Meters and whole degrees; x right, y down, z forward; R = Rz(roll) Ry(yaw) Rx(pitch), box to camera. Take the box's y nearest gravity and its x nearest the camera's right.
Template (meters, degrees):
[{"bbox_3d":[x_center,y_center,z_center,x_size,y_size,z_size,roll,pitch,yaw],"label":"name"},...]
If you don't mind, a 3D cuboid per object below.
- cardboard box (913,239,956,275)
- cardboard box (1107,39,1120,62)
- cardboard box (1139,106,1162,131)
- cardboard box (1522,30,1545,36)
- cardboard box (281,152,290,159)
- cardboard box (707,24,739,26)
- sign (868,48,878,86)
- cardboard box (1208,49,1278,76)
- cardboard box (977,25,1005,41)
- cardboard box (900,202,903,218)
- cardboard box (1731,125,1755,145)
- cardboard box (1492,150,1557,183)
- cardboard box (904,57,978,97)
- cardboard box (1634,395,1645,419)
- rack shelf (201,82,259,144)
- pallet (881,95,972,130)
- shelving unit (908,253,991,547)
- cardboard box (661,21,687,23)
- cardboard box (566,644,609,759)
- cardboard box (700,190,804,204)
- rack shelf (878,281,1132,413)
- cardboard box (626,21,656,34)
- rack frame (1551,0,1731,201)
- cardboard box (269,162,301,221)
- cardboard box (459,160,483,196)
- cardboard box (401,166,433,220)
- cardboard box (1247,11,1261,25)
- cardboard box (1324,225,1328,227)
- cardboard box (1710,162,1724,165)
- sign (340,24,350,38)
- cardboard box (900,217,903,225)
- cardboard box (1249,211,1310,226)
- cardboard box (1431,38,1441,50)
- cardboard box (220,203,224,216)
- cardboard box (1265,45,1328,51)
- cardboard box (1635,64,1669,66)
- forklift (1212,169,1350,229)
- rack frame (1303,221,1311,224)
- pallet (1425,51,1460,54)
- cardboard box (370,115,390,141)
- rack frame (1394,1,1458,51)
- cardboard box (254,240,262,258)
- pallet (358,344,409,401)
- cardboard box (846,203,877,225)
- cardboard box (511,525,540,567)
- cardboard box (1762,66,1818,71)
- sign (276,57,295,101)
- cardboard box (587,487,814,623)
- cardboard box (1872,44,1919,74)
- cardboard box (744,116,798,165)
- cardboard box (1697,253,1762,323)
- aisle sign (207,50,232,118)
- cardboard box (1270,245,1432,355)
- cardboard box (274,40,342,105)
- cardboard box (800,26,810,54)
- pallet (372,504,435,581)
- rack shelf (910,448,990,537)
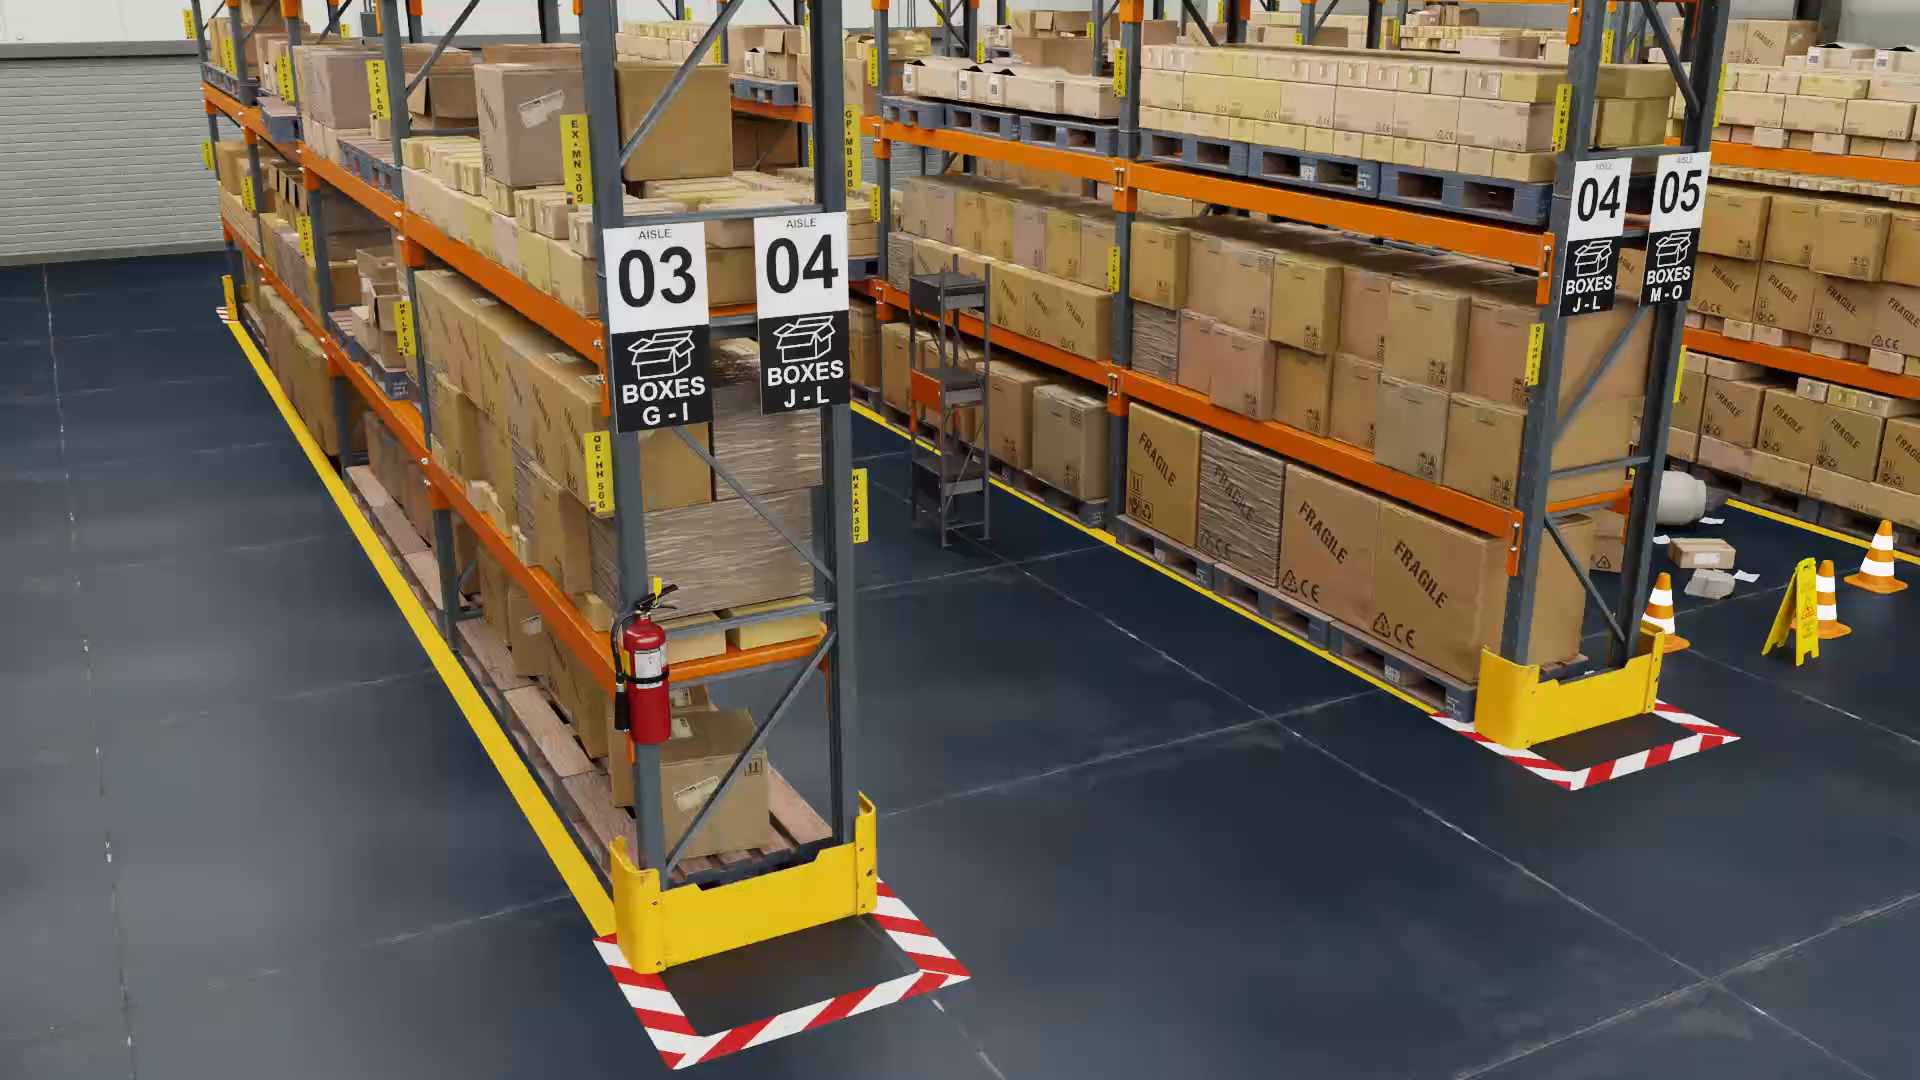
[{"bbox_3d":[-0.087,-2.417,14.885,0.500,0.500,0.500,-10,22,-27],"label":"cardboard box"},{"bbox_3d":[2.032,-5.986,20.343,0.396,0.266,0.258,-10,22,-27],"label":"cardboard box"},{"bbox_3d":[1.466,-2.926,11.502,0.380,0.149,0.250,-10,22,-28],"label":"cardboard box"},{"bbox_3d":[7.329,-6.354,21.010,0.380,0.149,0.250,-10,21,-26],"label":"cardboard box"},{"bbox_3d":[-7.100,-3.988,18.214,0.500,0.500,0.500,-11,22,-28],"label":"cardboard box"},{"bbox_3d":[-2.849,-6.185,20.212,0.380,0.149,0.250,-11,22,-28],"label":"cardboard box"},{"bbox_3d":[-0.785,-4.265,15.003,0.100,0.325,0.005,-10,21,-27],"label":"sign"},{"bbox_3d":[1.829,-3.084,10.738,0.380,0.149,0.250,-10,22,-28],"label":"cardboard box"},{"bbox_3d":[0.496,-7.256,23.896,0.500,0.250,0.500,-12,23,-32],"label":"cardboard box"},{"bbox_3d":[-0.358,-3.211,16.169,0.380,0.149,0.250,-10,21,-27],"label":"cardboard box"},{"bbox_3d":[6.324,-3.211,13.126,0.380,0.149,0.250,-11,22,-28],"label":"cardboard box"},{"bbox_3d":[3.036,-1.978,8.754,0.380,0.149,0.250,-10,21,-27],"label":"cardboard box"},{"bbox_3d":[-0.156,-4.066,14.558,0.500,0.311,0.500,-10,21,-27],"label":"cardboard box"},{"bbox_3d":[5.944,-1.376,14.442,0.500,0.500,0.500,-9,21,-24],"label":"cardboard box"},{"bbox_3d":[-7.569,-4.747,18.295,1.077,0.370,4.000,-10,21,-27],"label":"rack shelf"},{"bbox_3d":[0.046,-3.838,14.848,1.213,0.211,1.003,-9,21,-24],"label":"pallet"},{"bbox_3d":[-0.079,-1.040,12.427,0.431,2.100,0.503,-10,21,-27],"label":"shelving unit"},{"bbox_3d":[-3.639,-6.622,21.478,0.380,0.149,0.250,-10,21,-26],"label":"cardboard box"},{"bbox_3d":[-1.797,0.802,8.898,0.500,0.500,0.500,-8,21,-22],"label":"cardboard box"},{"bbox_3d":[-0.886,-1.390,7.082,0.380,0.149,0.250,-9,21,-25],"label":"cardboard box"},{"bbox_3d":[0.643,-1.772,14.272,1.077,0.370,4.000,-10,21,-27],"label":"rack shelf"},{"bbox_3d":[-4.047,-6.551,21.270,0.380,0.149,0.250,-9,21,-24],"label":"cardboard box"},{"bbox_3d":[3.492,-3.226,8.184,1.000,3.000,0.127,-10,21,-27],"label":"rack frame"},{"bbox_3d":[-6.309,-3.435,16.296,0.797,0.503,0.637,-11,22,-28],"label":"cardboard box"},{"bbox_3d":[-2.285,-1.825,8.341,0.380,0.149,0.250,-10,22,-28],"label":"cardboard box"},{"bbox_3d":[-2.832,-1.977,9.394,0.500,0.250,0.500,-11,22,-29],"label":"cardboard box"},{"bbox_3d":[4.559,-8.106,25.934,0.500,0.250,0.500,-10,22,-27],"label":"cardboard box"},{"bbox_3d":[3.992,-3.440,17.743,0.380,0.149,0.250,-11,22,-30],"label":"cardboard box"},{"bbox_3d":[8.993,-4.402,19.643,0.380,0.149,0.250,-10,21,-27],"label":"cardboard box"},{"bbox_3d":[-6.146,-4.993,16.630,0.100,0.325,0.005,-10,21,-27],"label":"sign"},{"bbox_3d":[-0.359,-3.077,16.234,0.380,0.149,0.250,-9,21,-24],"label":"cardboard box"},{"bbox_3d":[3.533,-3.516,18.453,0.500,0.250,0.500,-11,22,-29],"label":"cardboard box"},{"bbox_3d":[6.560,-6.661,22.325,0.380,0.149,0.250,-10,21,-26],"label":"cardboard box"},{"bbox_3d":[-8.640,-3.972,19.929,0.380,0.149,0.250,-10,21,-26],"label":"cardboard box"},{"bbox_3d":[2.286,-3.260,11.247,0.380,0.149,0.250,-10,21,-27],"label":"cardboard box"},{"bbox_3d":[5.764,-3.869,13.810,0.380,0.149,0.250,-10,22,-28],"label":"cardboard box"},{"bbox_3d":[3.047,-2.416,15.139,1.130,2.935,3.031,-12,22,-31],"label":"forklift"},{"bbox_3d":[4.002,-3.482,18.124,1.000,3.000,0.127,-10,21,-27],"label":"rack frame"},{"bbox_3d":[6.717,-6.531,22.650,1.213,0.211,1.003,-10,21,-27],"label":"pallet"},{"bbox_3d":[-3.799,-2.828,11.343,0.380,0.166,0.250,-11,22,-28],"label":"cardboard box"},{"bbox_3d":[6.469,-8.236,22.705,1.000,3.000,0.127,-10,21,-27],"label":"rack frame"},{"bbox_3d":[-7.052,-3.013,17.151,0.380,0.149,0.250,-10,21,-26],"label":"cardboard box"},{"bbox_3d":[-3.744,-1.295,12.079,1.003,0.211,1.213,-10,21,-27],"label":"pallet"},{"bbox_3d":[-0.943,-3.117,15.896,0.380,0.149,0.250,-11,22,-29],"label":"cardboard box"},{"bbox_3d":[-2.043,0.004,8.406,0.380,0.149,0.250,-10,21,-27],"label":"cardboard box"},{"bbox_3d":[6.718,-3.747,13.457,0.380,0.149,0.250,-9,21,-25],"label":"cardboard box"},{"bbox_3d":[-5.212,-3.563,12.847,0.100,0.325,0.005,-10,21,-27],"label":"sign"},{"bbox_3d":[-1.158,-0.001,7.425,0.875,0.500,0.500,-10,21,-27],"label":"cardboard box"},{"bbox_3d":[9.710,-4.895,16.961,0.500,0.311,0.500,-11,22,-28],"label":"cardboard box"},{"bbox_3d":[-2.206,-4.662,19.403,0.500,0.500,0.500,-9,21,-25],"label":"cardboard box"},{"bbox_3d":[6.351,-2.066,13.410,0.500,0.500,0.500,-10,21,-27],"label":"cardboard box"},{"bbox_3d":[-8.817,-5.447,19.832,0.394,0.787,0.004,-10,21,-27],"label":"aisle sign"},{"bbox_3d":[2.495,-1.541,10.614,0.875,0.550,0.500,-10,21,-27],"label":"cardboard box"},{"bbox_3d":[-5.560,-4.009,14.255,0.500,0.500,0.500,-9,21,-24],"label":"cardboard box"},{"bbox_3d":[-1.356,-4.955,16.468,0.396,0.266,0.258,-10,21,-27],"label":"cardboard box"},{"bbox_3d":[-3.775,-0.055,12.466,1.003,0.211,1.213,-10,21,-27],"label":"pallet"},{"bbox_3d":[-0.079,-0.365,12.659,0.431,0.518,0.480,-10,21,-27],"label":"rack shelf"}]
